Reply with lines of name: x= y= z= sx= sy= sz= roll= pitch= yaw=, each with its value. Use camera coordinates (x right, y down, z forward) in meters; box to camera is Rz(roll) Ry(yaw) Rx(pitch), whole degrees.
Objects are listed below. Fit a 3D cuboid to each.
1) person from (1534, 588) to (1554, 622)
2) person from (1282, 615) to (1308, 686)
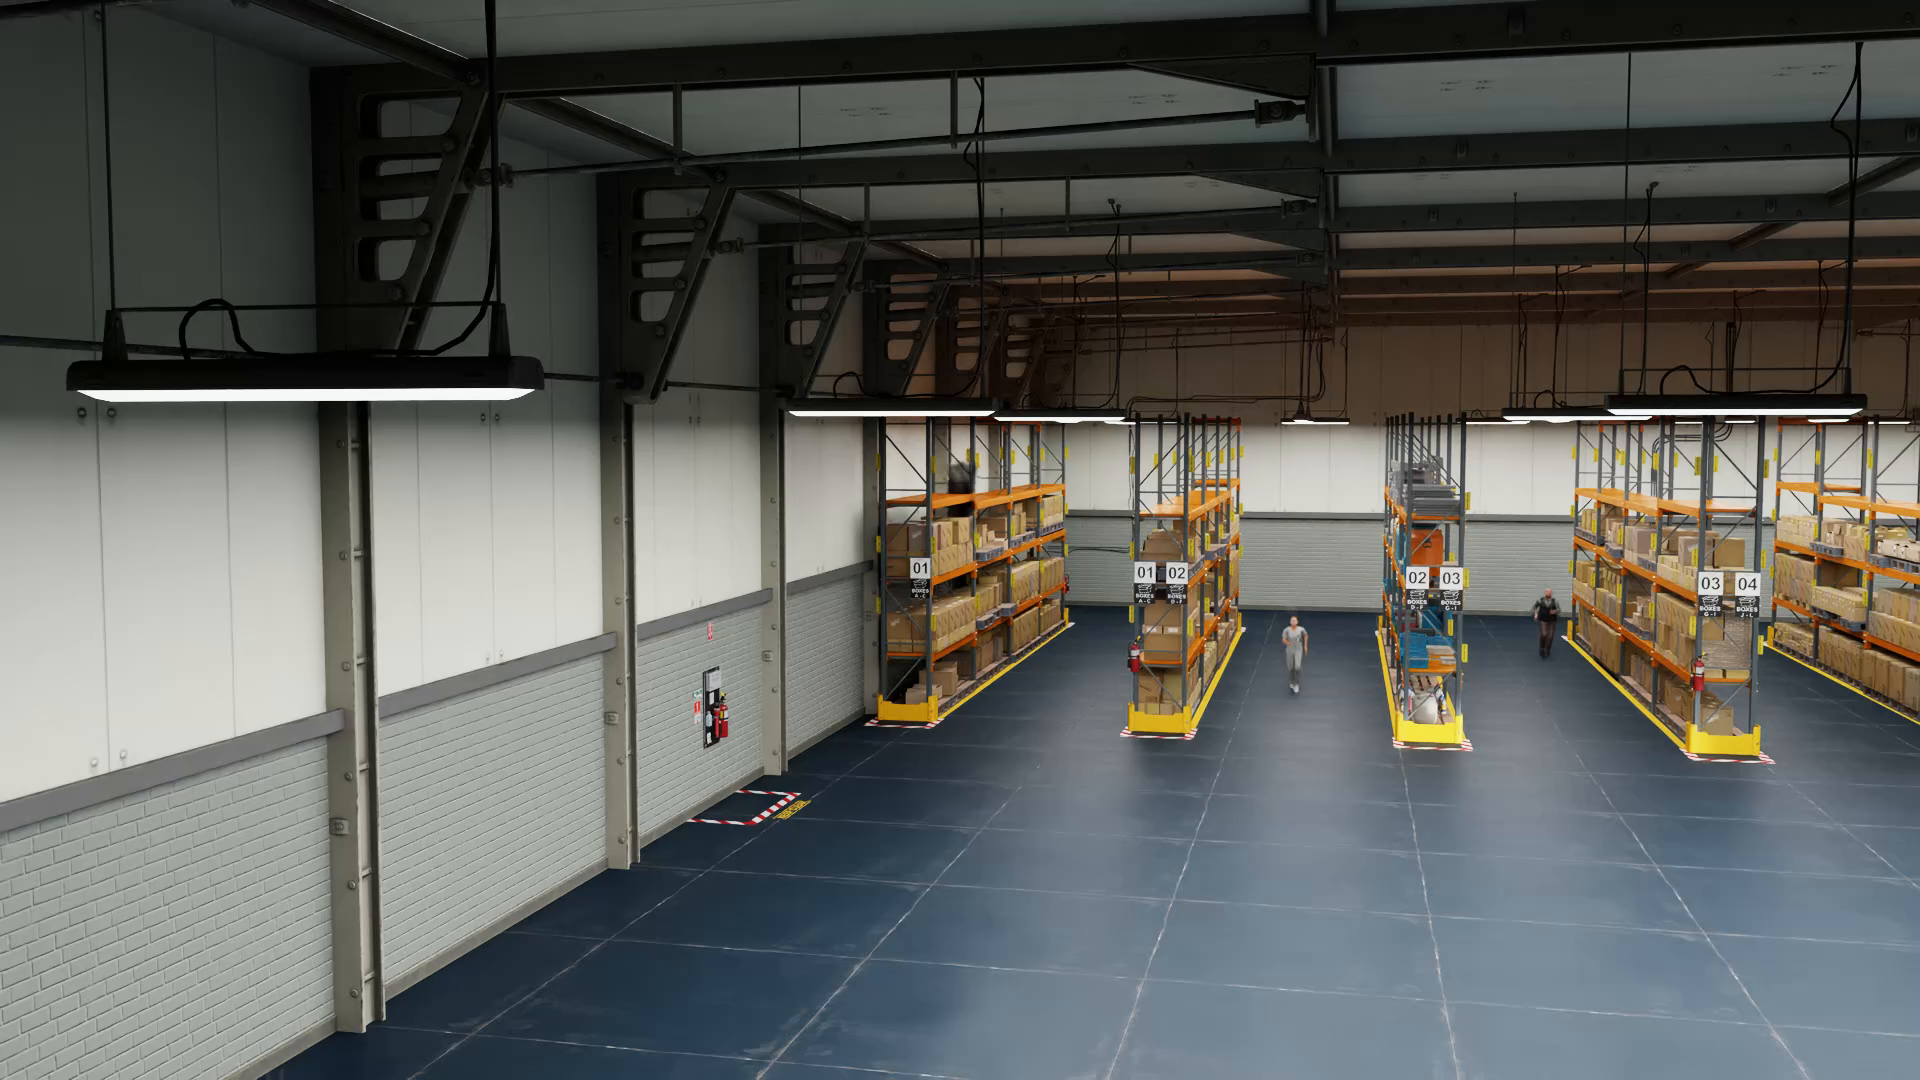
person: x=14.535 y=1.634 z=41.234 sx=0.473 sy=0.855 sz=0.503 roll=1 pitch=4 yaw=8
person: x=7.233 y=2.394 z=35.933 sx=0.544 sy=1.559 sz=0.779 roll=1 pitch=4 yaw=13
